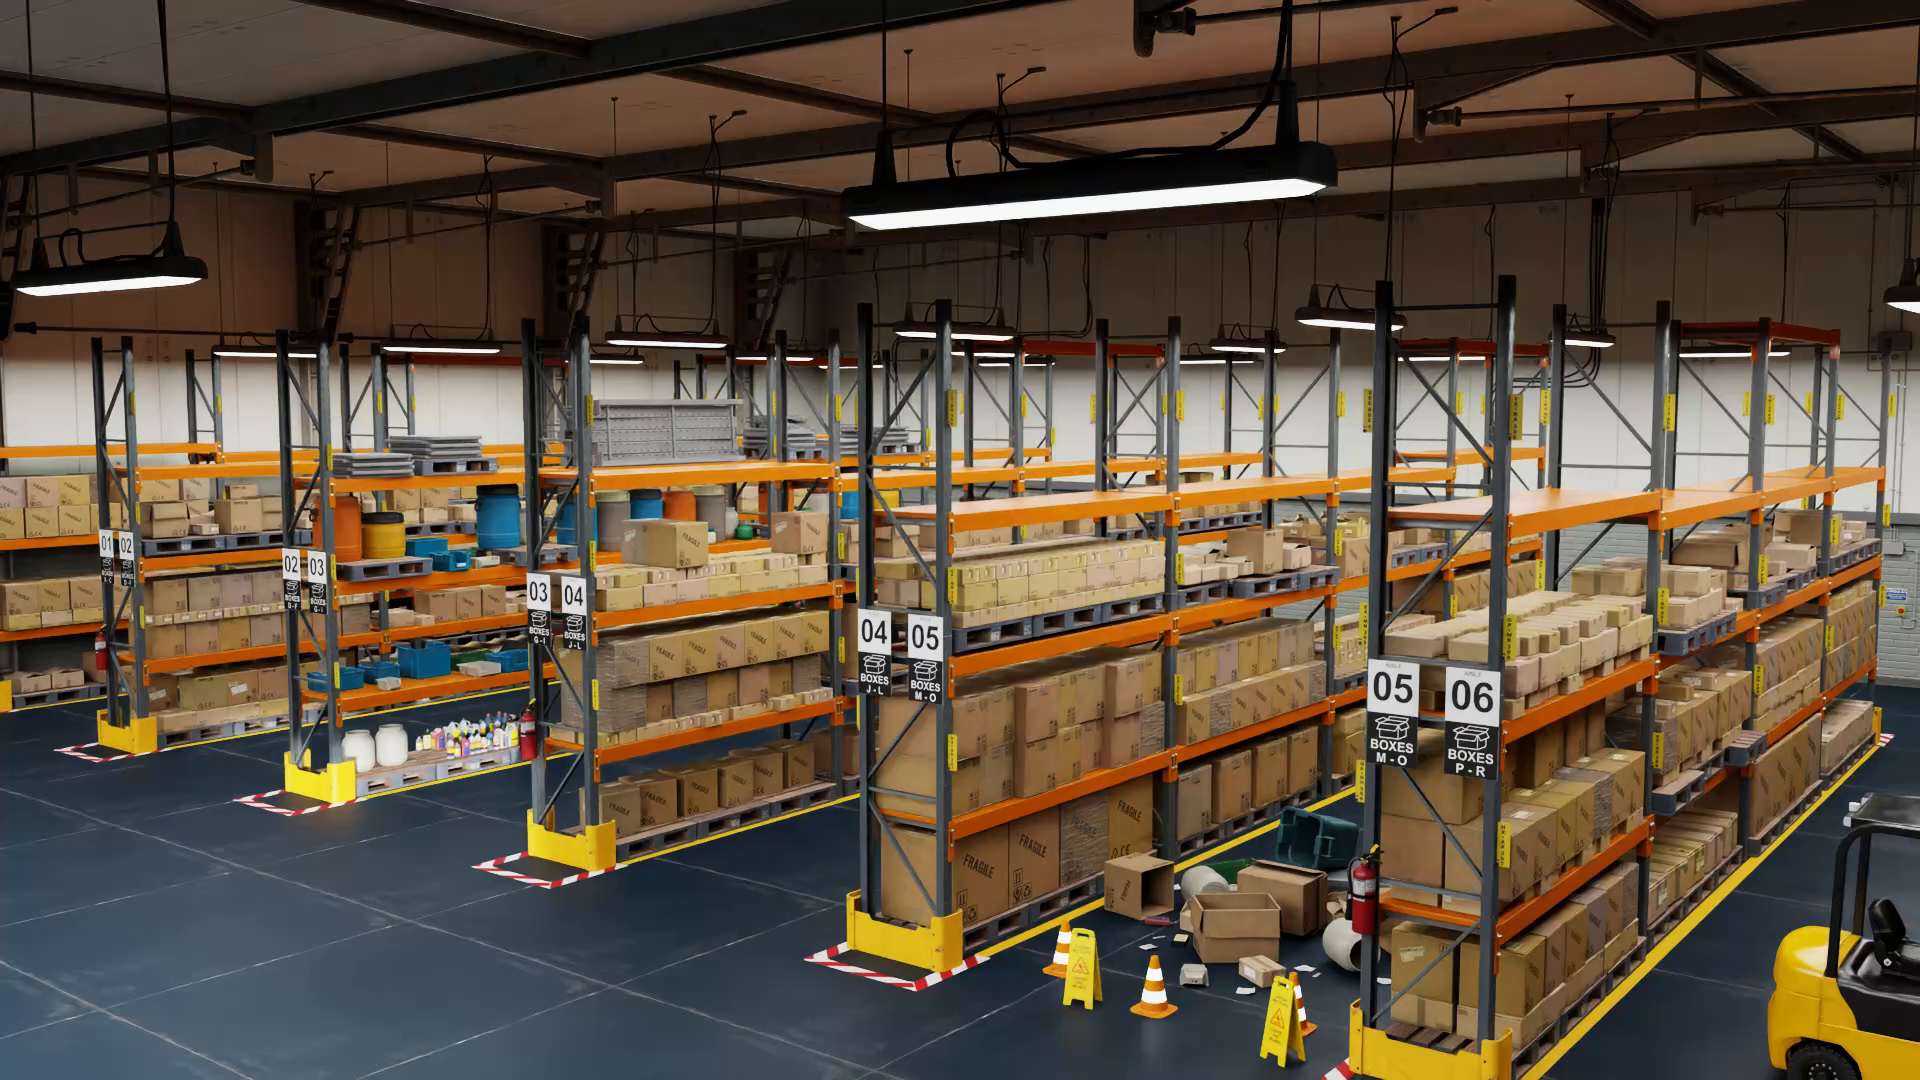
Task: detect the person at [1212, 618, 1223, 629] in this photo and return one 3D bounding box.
[{"bbox_3d":[4.137,2.003,26.802,0.513,1.678,0.483,5,7,44],"label":"person"}]
